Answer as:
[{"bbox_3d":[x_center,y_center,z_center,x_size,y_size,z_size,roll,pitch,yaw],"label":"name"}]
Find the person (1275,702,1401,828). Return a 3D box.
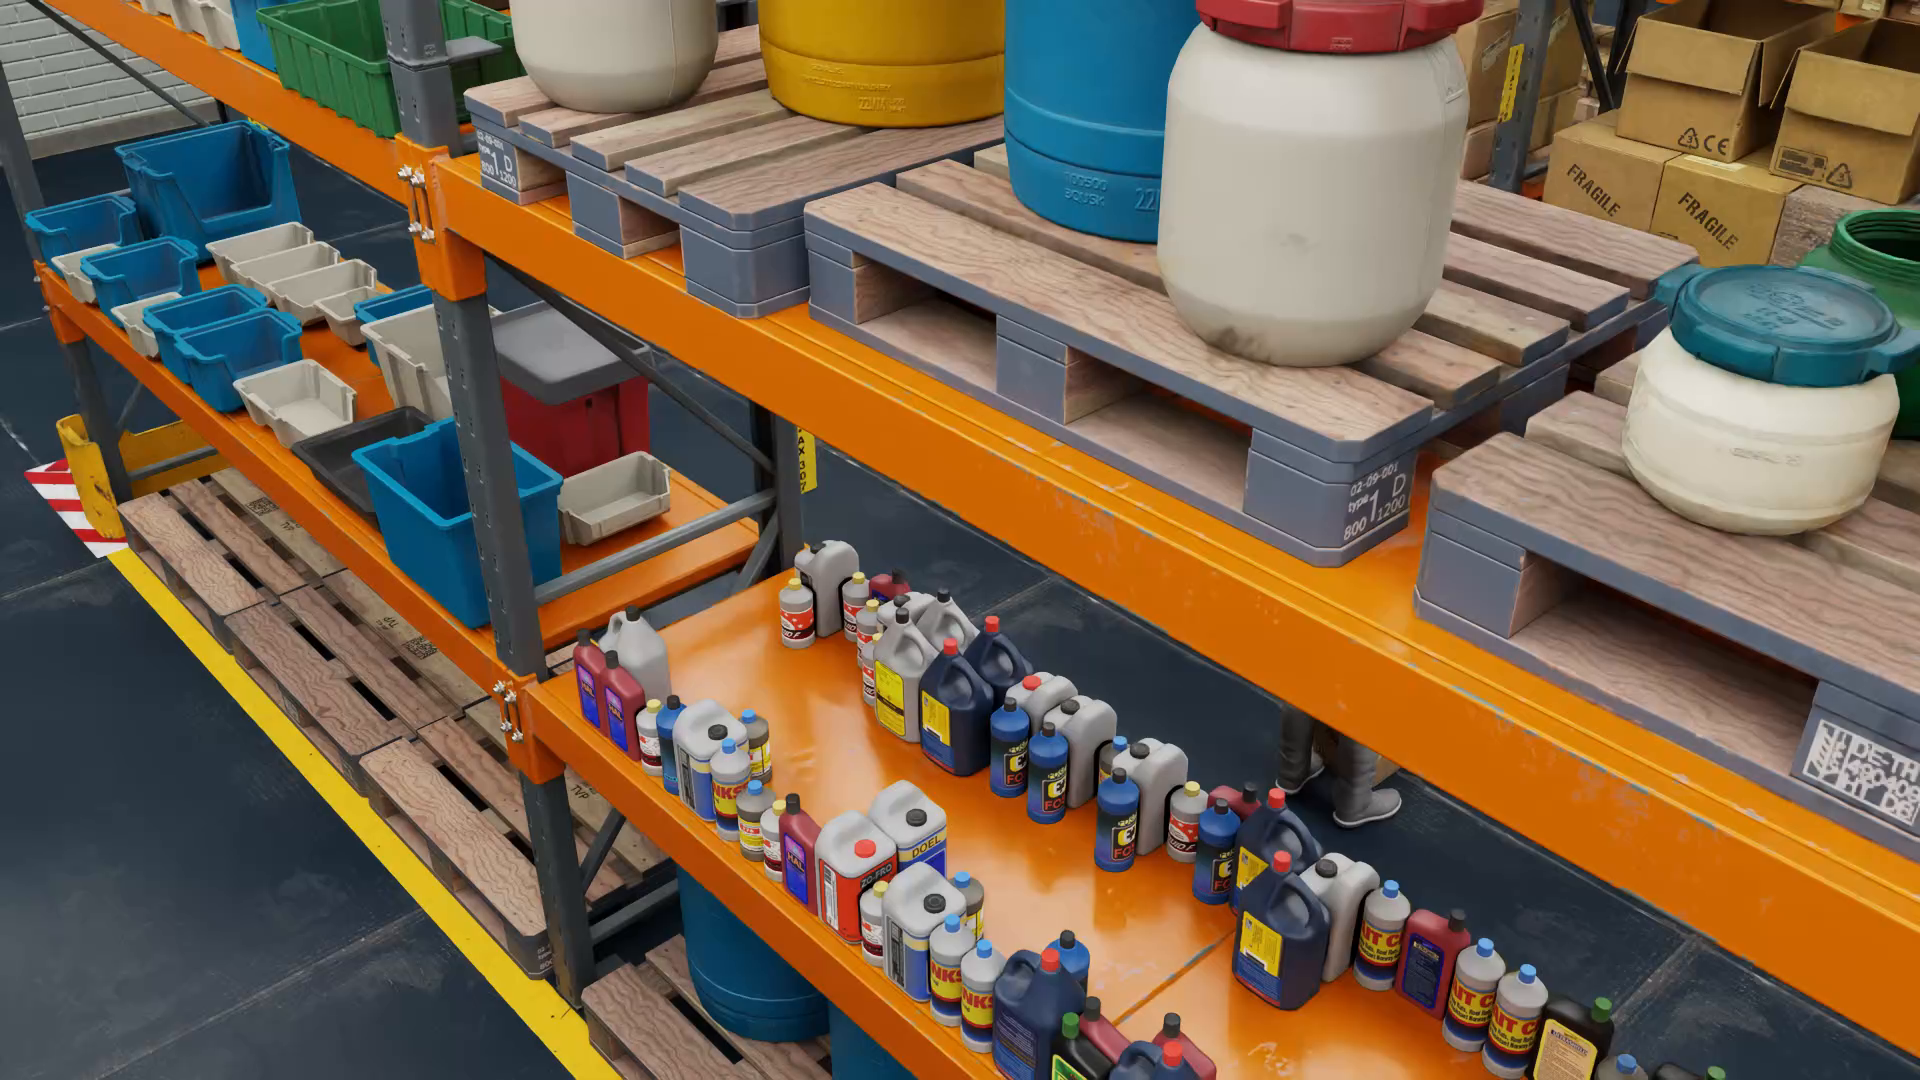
[{"bbox_3d":[1.346,0.238,5.753,0.531,1.660,0.397,27,41,36],"label":"person"}]
